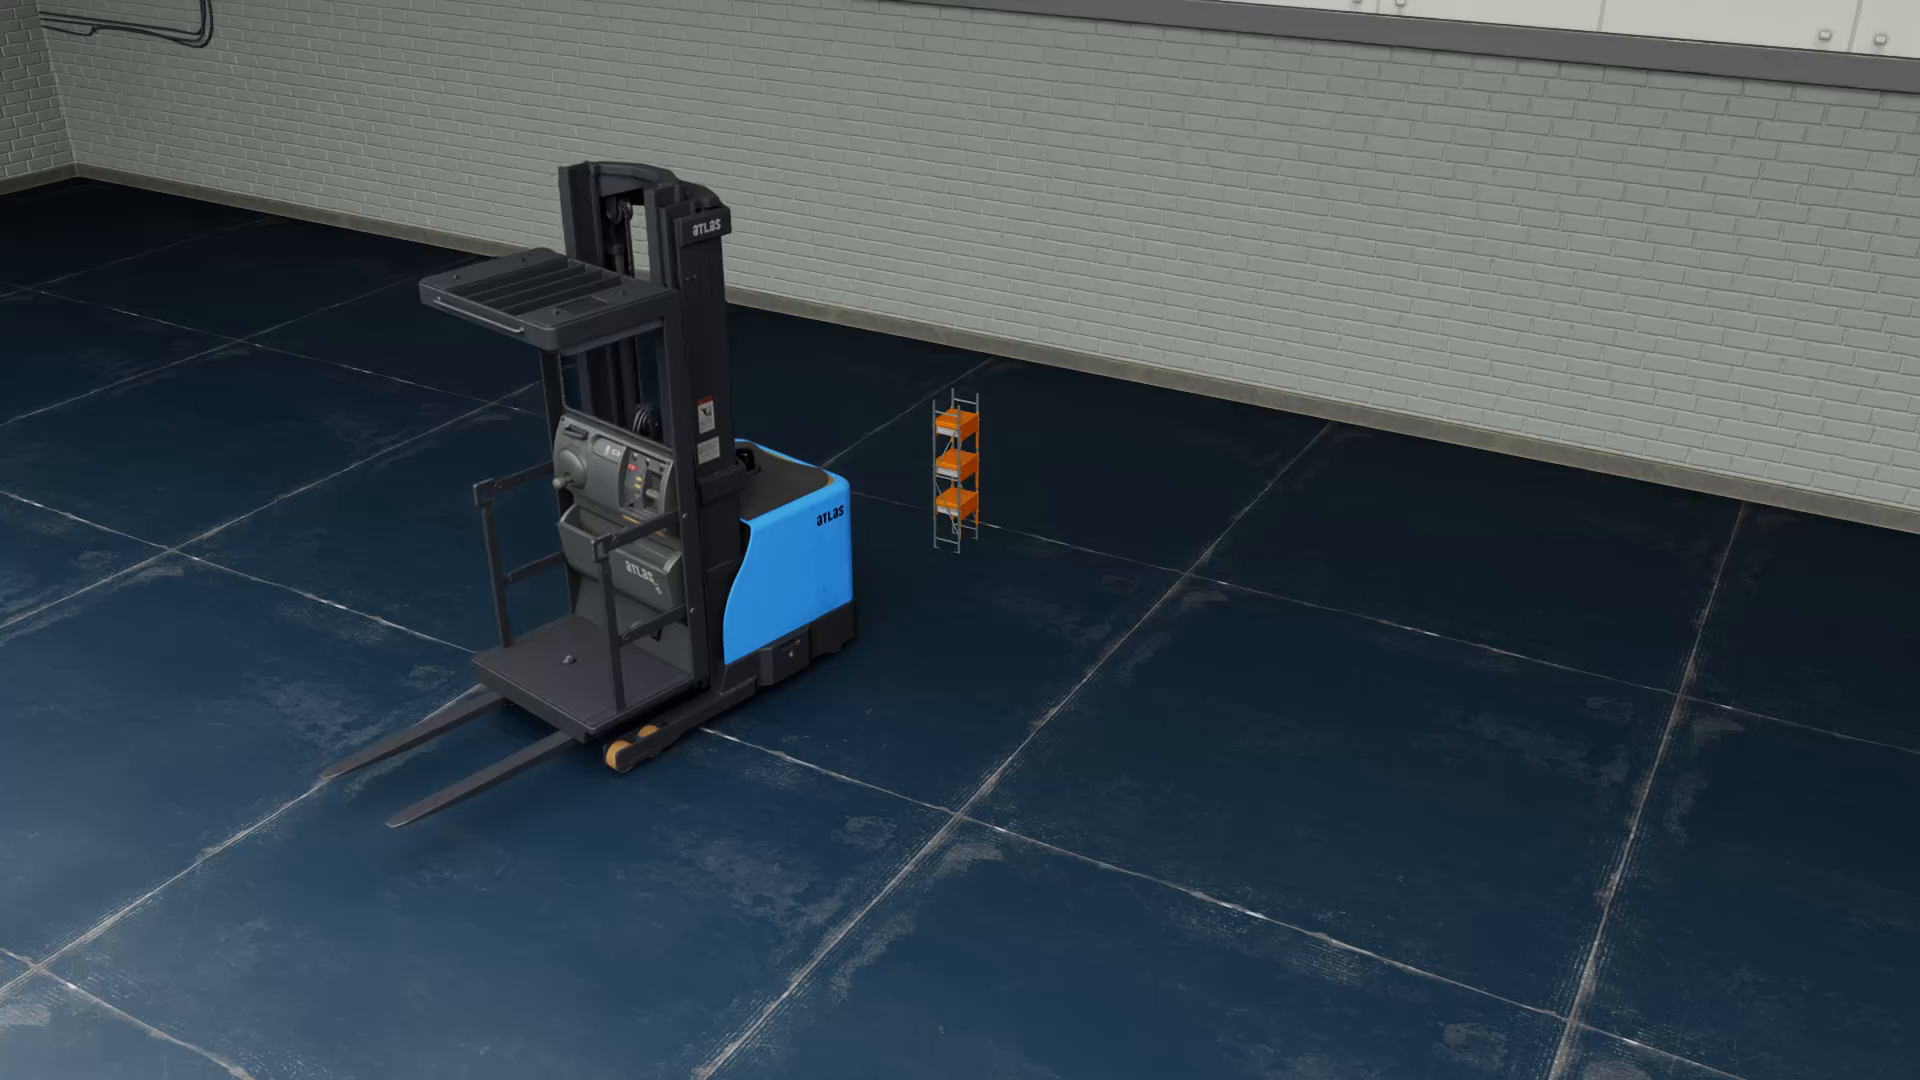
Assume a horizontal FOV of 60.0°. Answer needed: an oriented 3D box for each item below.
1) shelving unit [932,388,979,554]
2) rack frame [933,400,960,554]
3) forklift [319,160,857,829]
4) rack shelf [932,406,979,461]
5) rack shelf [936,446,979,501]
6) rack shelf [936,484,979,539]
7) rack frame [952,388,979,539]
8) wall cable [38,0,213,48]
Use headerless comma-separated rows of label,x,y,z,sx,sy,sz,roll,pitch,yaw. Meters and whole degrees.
shelving unit,-0.026,-0.449,10.893,0.215,1.050,0.252,14,30,26
rack frame,-0.086,-0.401,10.798,0.200,1.050,0.008,14,30,26
forklift,-1.961,-0.346,8.587,1.130,2.935,3.031,21,34,36
rack shelf,-0.026,-0.693,10.771,0.215,0.259,0.240,14,30,26
rack shelf,-0.026,-0.439,10.898,0.215,0.259,0.240,14,30,26
rack shelf,-0.026,-0.191,11.022,0.215,0.259,0.240,14,30,26
rack frame,0.034,-0.496,10.988,0.200,1.050,0.008,14,30,26
wall cable,-9.274,-6.647,17.864,3.097,2.526,0.112,14,30,26
